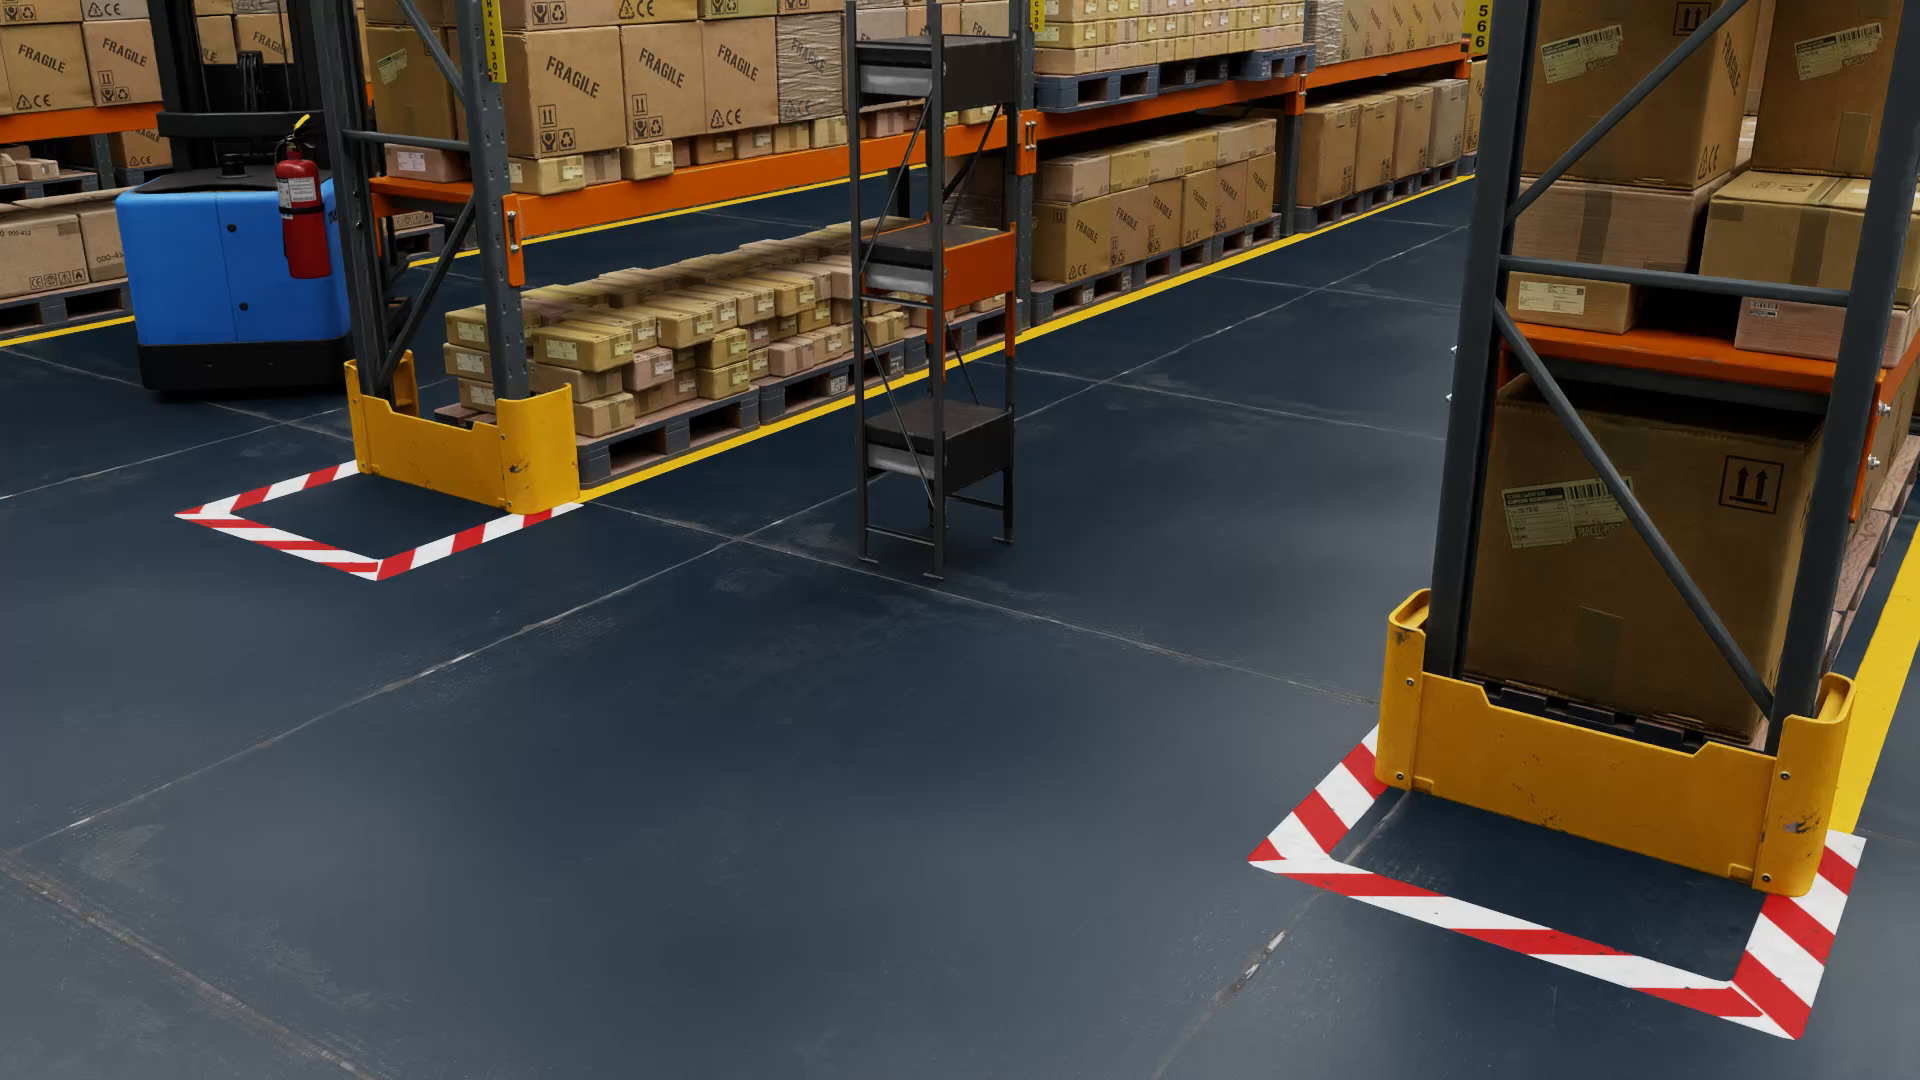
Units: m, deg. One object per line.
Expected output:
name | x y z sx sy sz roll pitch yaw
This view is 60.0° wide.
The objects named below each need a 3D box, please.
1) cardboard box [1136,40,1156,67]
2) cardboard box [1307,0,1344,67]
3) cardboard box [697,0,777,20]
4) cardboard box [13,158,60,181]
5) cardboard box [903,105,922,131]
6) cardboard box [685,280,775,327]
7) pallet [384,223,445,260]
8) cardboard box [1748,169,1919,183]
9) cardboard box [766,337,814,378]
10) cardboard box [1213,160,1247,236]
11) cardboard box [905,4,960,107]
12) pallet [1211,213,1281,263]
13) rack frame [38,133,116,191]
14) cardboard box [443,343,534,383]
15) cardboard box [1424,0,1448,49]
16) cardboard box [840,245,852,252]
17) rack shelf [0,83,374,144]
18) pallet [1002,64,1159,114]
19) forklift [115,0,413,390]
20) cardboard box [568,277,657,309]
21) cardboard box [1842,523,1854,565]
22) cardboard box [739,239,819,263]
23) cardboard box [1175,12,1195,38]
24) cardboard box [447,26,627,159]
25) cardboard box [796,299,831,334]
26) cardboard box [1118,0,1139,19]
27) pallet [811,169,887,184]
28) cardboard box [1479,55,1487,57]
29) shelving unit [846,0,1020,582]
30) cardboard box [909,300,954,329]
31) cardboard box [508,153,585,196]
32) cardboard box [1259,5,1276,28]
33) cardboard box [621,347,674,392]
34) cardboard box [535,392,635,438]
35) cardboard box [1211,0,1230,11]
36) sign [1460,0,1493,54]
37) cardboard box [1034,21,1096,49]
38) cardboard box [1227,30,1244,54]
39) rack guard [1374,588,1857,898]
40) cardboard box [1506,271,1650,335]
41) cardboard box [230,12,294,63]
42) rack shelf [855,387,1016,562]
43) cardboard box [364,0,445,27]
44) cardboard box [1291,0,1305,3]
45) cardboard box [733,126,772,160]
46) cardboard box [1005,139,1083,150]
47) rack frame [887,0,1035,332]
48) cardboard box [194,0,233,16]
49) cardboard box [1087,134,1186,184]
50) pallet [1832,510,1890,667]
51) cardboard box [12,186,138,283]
cardboard box | 1.028 -3.118 10.627 0.380 0.149 0.250 14 24 32
cardboard box | 2.713 -4.063 13.280 0.500 0.500 0.500 14 24 32
cardboard box | -1.198 -2.668 7.639 0.500 0.500 0.500 13 24 31
cardboard box | -8.339 -3.338 14.969 0.380 0.149 0.250 12 24 30
cardboard box | -0.434 -2.326 9.091 0.380 0.149 0.250 13 24 30
cardboard box | -1.146 -1.182 8.283 0.380 0.149 0.250 14 25 34
pallet | -4.654 -2.218 12.456 1.003 0.211 1.213 13 24 32
cardboard box | 2.566 -0.953 4.804 0.500 0.250 0.500 13 24 31
cardboard box | -0.976 -0.954 8.524 0.380 0.149 0.250 12 23 29
cardboard box | 1.789 -2.576 12.404 0.500 0.500 0.500 14 25 34
cardboard box | -0.342 -2.636 8.994 0.500 0.500 0.500 13 24 30
pallet | 1.797 -2.408 12.970 1.003 0.211 1.213 13 24 32
rack frame | -8.269 -4.695 15.135 1.000 3.000 0.127 13 24 32
cardboard box | -2.199 -0.851 7.816 0.380 0.149 0.250 13 24 30
cardboard box | 4.130 -4.787 15.240 0.500 0.500 0.500 13 24 31
cardboard box | -0.451 -1.565 9.318 0.380 0.149 0.250 14 25 34
rack shelf | -5.286 -2.817 11.094 1.077 0.370 4.000 13 24 32
pallet | 0.539 -2.893 10.538 1.003 0.211 1.213 13 24 32
forklift | -3.963 -2.627 9.641 1.130 2.935 3.031 -3 20 -7
cardboard box | -1.744 -1.206 8.349 0.380 0.149 0.250 12 24 30
cardboard box | 2.591 -0.309 5.733 0.875 0.875 0.875 13 24 32
cardboard box | -1.020 -1.586 9.376 0.380 0.149 0.250 14 24 33
cardboard box | 1.324 -3.411 10.992 0.380 0.149 0.250 13 24 31
cardboard box | -1.779 -1.906 7.020 0.500 0.500 0.500 15 25 34
cardboard box | -0.905 -1.208 8.781 0.380 0.149 0.250 15 25 34
cardboard box | 0.889 -3.328 10.337 0.380 0.149 0.250 14 24 32
pallet | -1.473 -3.792 16.712 1.003 0.211 1.213 13 24 32
cardboard box | 5.401 -4.714 17.642 0.875 0.875 0.875 13 24 32
shelving unit | -0.093 -0.937 6.272 0.431 2.100 0.503 13 24 32
cardboard box | -0.260 -1.326 9.530 0.380 0.149 0.250 12 24 30
cardboard box | -1.806 -1.555 7.008 0.380 0.149 0.250 13 24 31
cardboard box | 2.042 -3.775 11.974 0.380 0.149 0.250 14 24 33
cardboard box | -1.552 -0.811 7.710 0.380 0.149 0.250 13 24 32
cardboard box | -1.700 -0.592 7.546 0.380 0.149 0.250 14 24 33
cardboard box | 1.613 -3.697 11.336 0.380 0.149 0.250 15 25 34
sign | 1.345 -1.412 4.248 0.100 0.325 0.005 13 24 32
cardboard box | 0.591 -3.034 9.971 0.380 0.149 0.250 14 24 33
cardboard box | 1.762 -3.494 11.645 0.380 0.149 0.250 12 23 29
rack guard | 1.772 0.531 4.608 1.175 0.500 0.348 13 24 32
cardboard box | 1.714 -0.697 4.686 0.380 0.149 0.250 14 24 33
cardboard box | -4.766 -3.296 11.209 0.500 0.500 0.500 13 24 31
rack shelf | -0.093 -0.268 6.520 0.431 0.518 0.480 13 24 32
cardboard box | -2.208 -2.479 7.130 0.500 0.500 0.500 13 24 31
cardboard box | 2.341 -4.068 12.337 0.380 0.149 0.250 12 24 30
cardboard box | -1.135 -1.943 8.055 0.380 0.149 0.250 13 24 31
cardboard box | 0.499 -2.576 11.322 0.500 0.250 0.500 15 25 34
rack frame | -0.011 -2.792 9.989 1.000 3.000 0.127 13 24 32
cardboard box | -5.058 -3.621 10.644 0.500 0.500 0.500 13 24 32
cardboard box | 1.211 -2.627 11.461 0.500 0.250 0.500 14 25 34
pallet | 2.857 0.067 6.281 1.003 0.211 1.213 13 24 32
cardboard box | -5.614 -2.049 11.068 0.875 0.438 0.875 14 25 33
